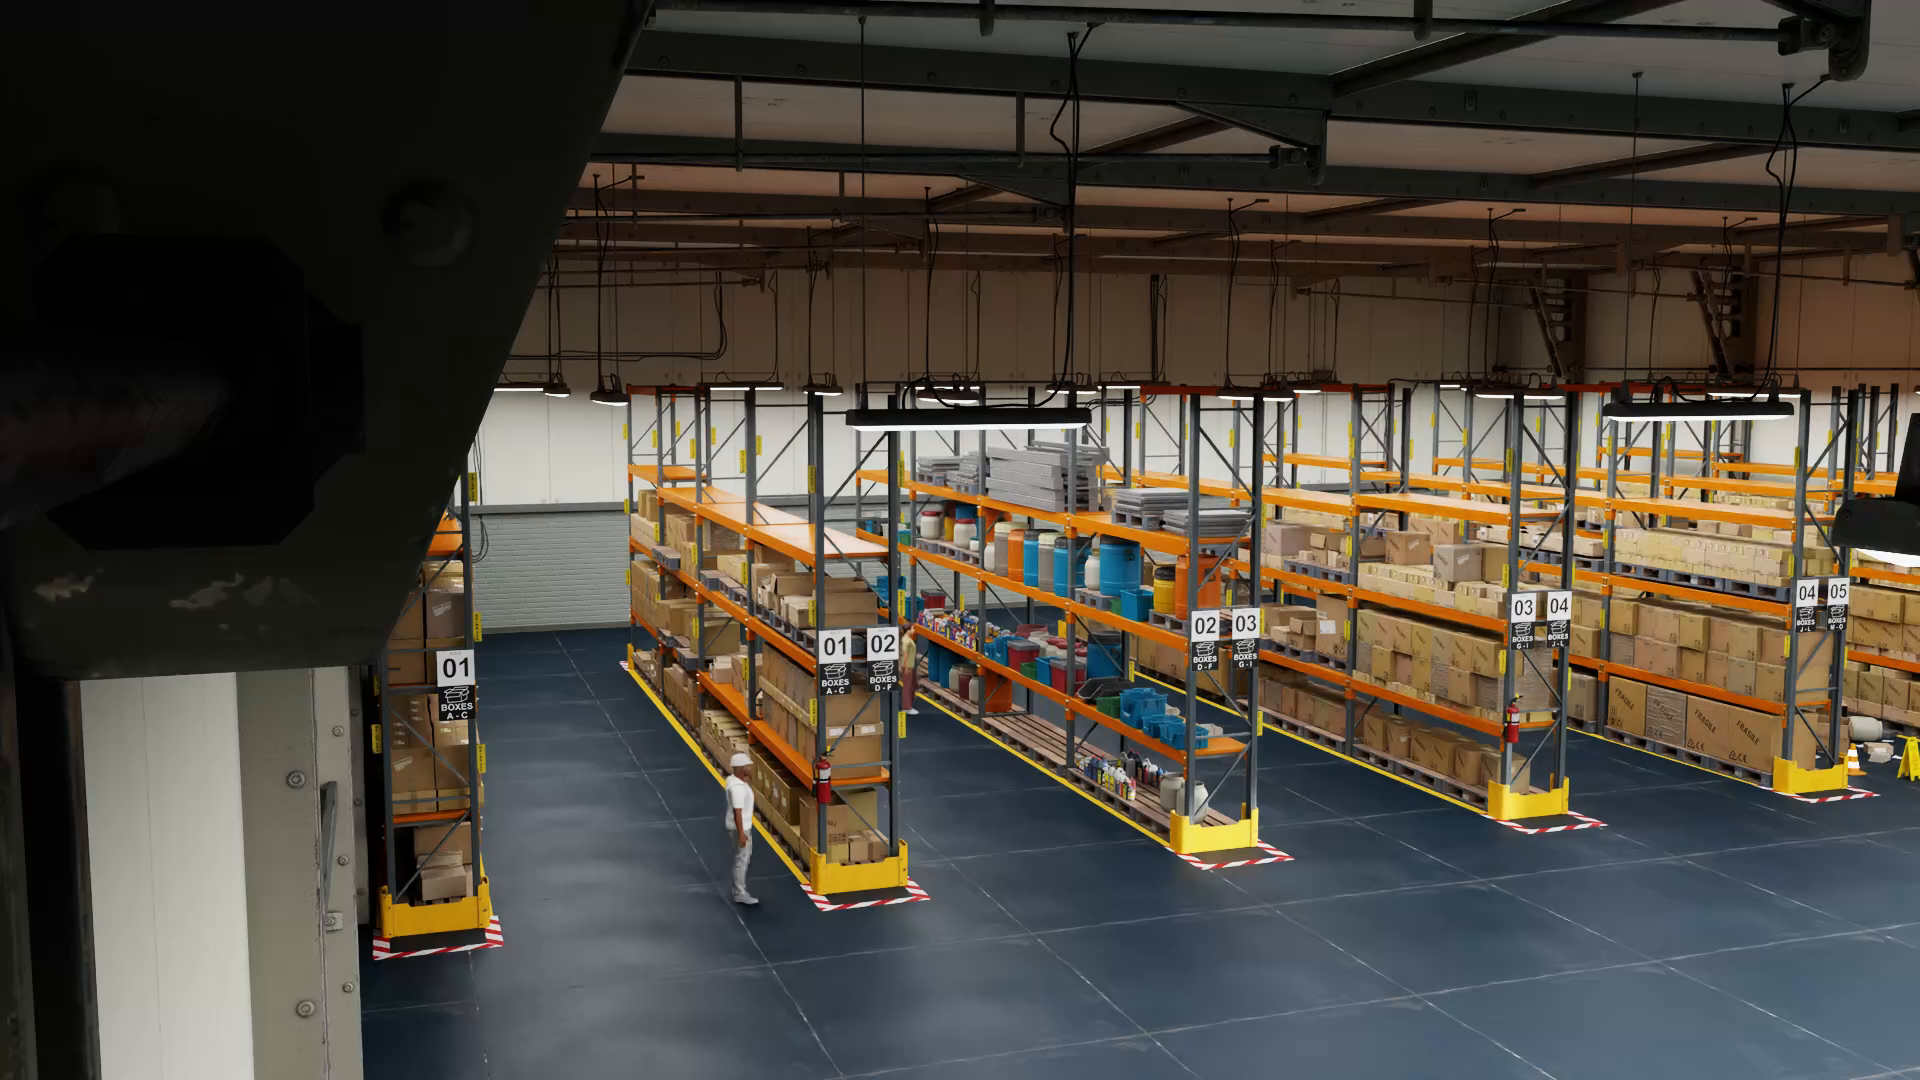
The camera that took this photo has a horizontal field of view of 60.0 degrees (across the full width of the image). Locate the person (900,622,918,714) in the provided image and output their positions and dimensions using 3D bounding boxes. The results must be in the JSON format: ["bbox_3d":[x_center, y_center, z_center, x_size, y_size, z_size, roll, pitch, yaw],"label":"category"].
[{"bbox_3d":[-0.937,2.346,30.329,0.358,1.714,0.515,0,6,-1],"label":"person"}]

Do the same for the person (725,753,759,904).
[{"bbox_3d":[-2.604,3.456,19.788,0.378,1.843,0.658,-1,6,-9],"label":"person"}]
